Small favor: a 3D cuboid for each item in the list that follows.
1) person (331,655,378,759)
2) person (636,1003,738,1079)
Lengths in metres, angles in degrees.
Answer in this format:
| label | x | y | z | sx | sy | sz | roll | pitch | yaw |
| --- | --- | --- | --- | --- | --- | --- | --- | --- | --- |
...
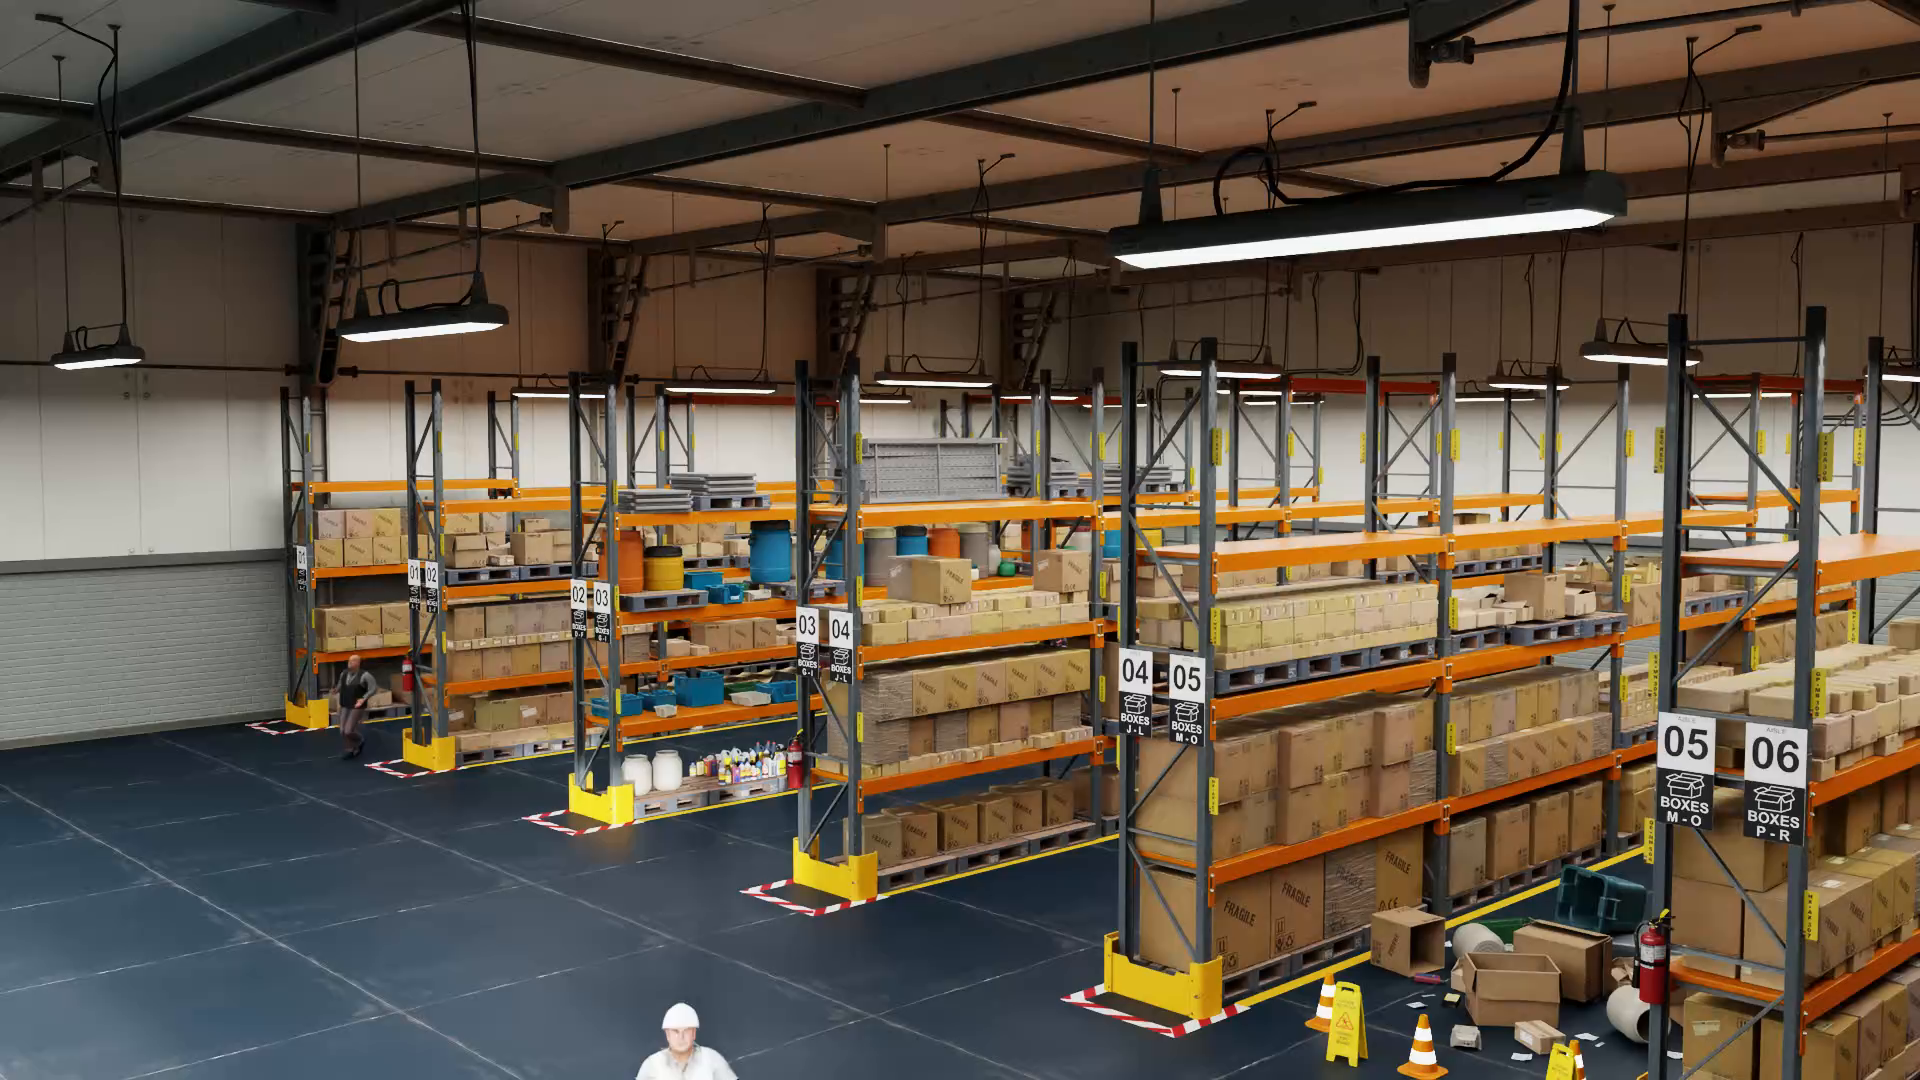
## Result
| label | x | y | z | sx | sy | sz | roll | pitch | yaw |
| --- | --- | --- | --- | --- | --- | --- | --- | --- | --- |
| person | -9.616 | 2.647 | 26.296 | 0.675 | 1.668 | 0.595 | 1 | 4 | 20 |
| person | -1.651 | 3.660 | 9.957 | 0.668 | 1.732 | 0.569 | 0 | 4 | -8 |
